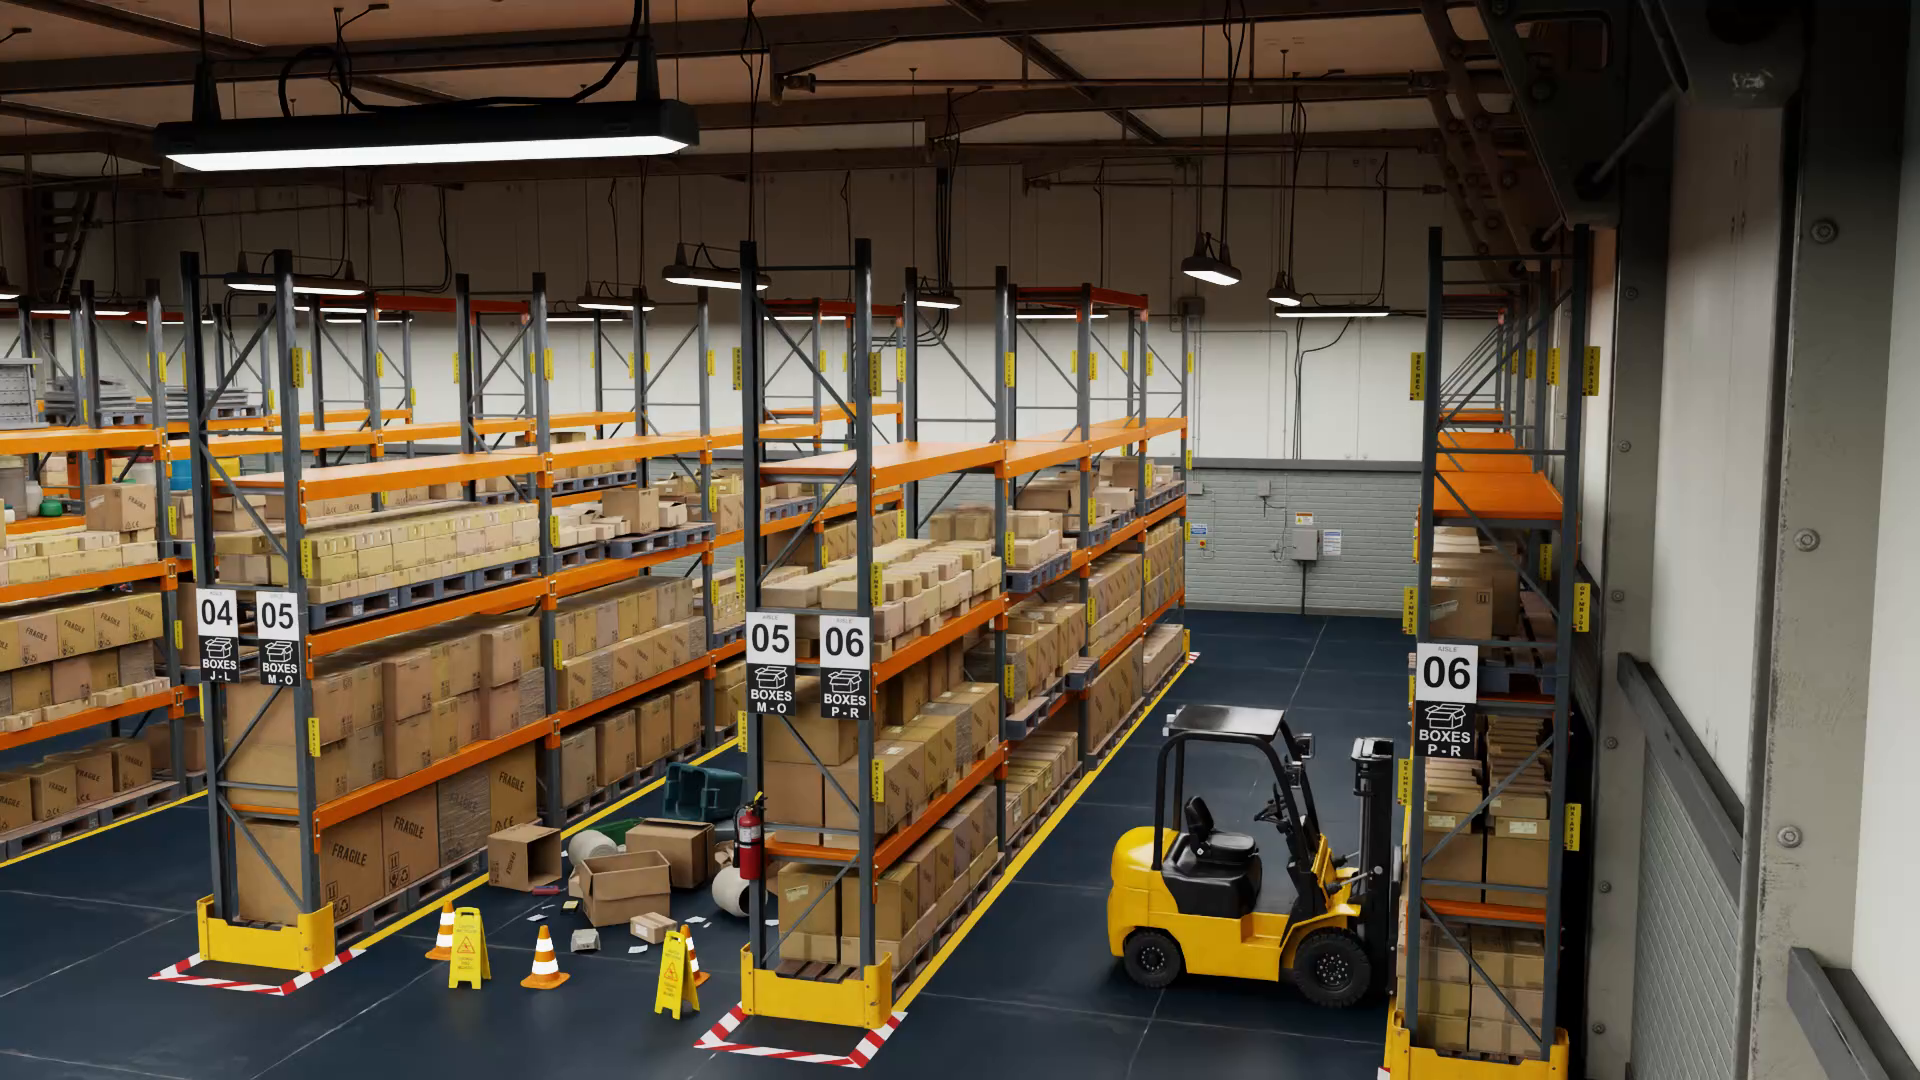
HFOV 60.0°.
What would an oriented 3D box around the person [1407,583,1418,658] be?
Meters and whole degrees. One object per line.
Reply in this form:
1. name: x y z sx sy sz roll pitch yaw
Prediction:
1. person: 7.899 1.155 27.962 0.693 1.755 0.566 2 7 14
